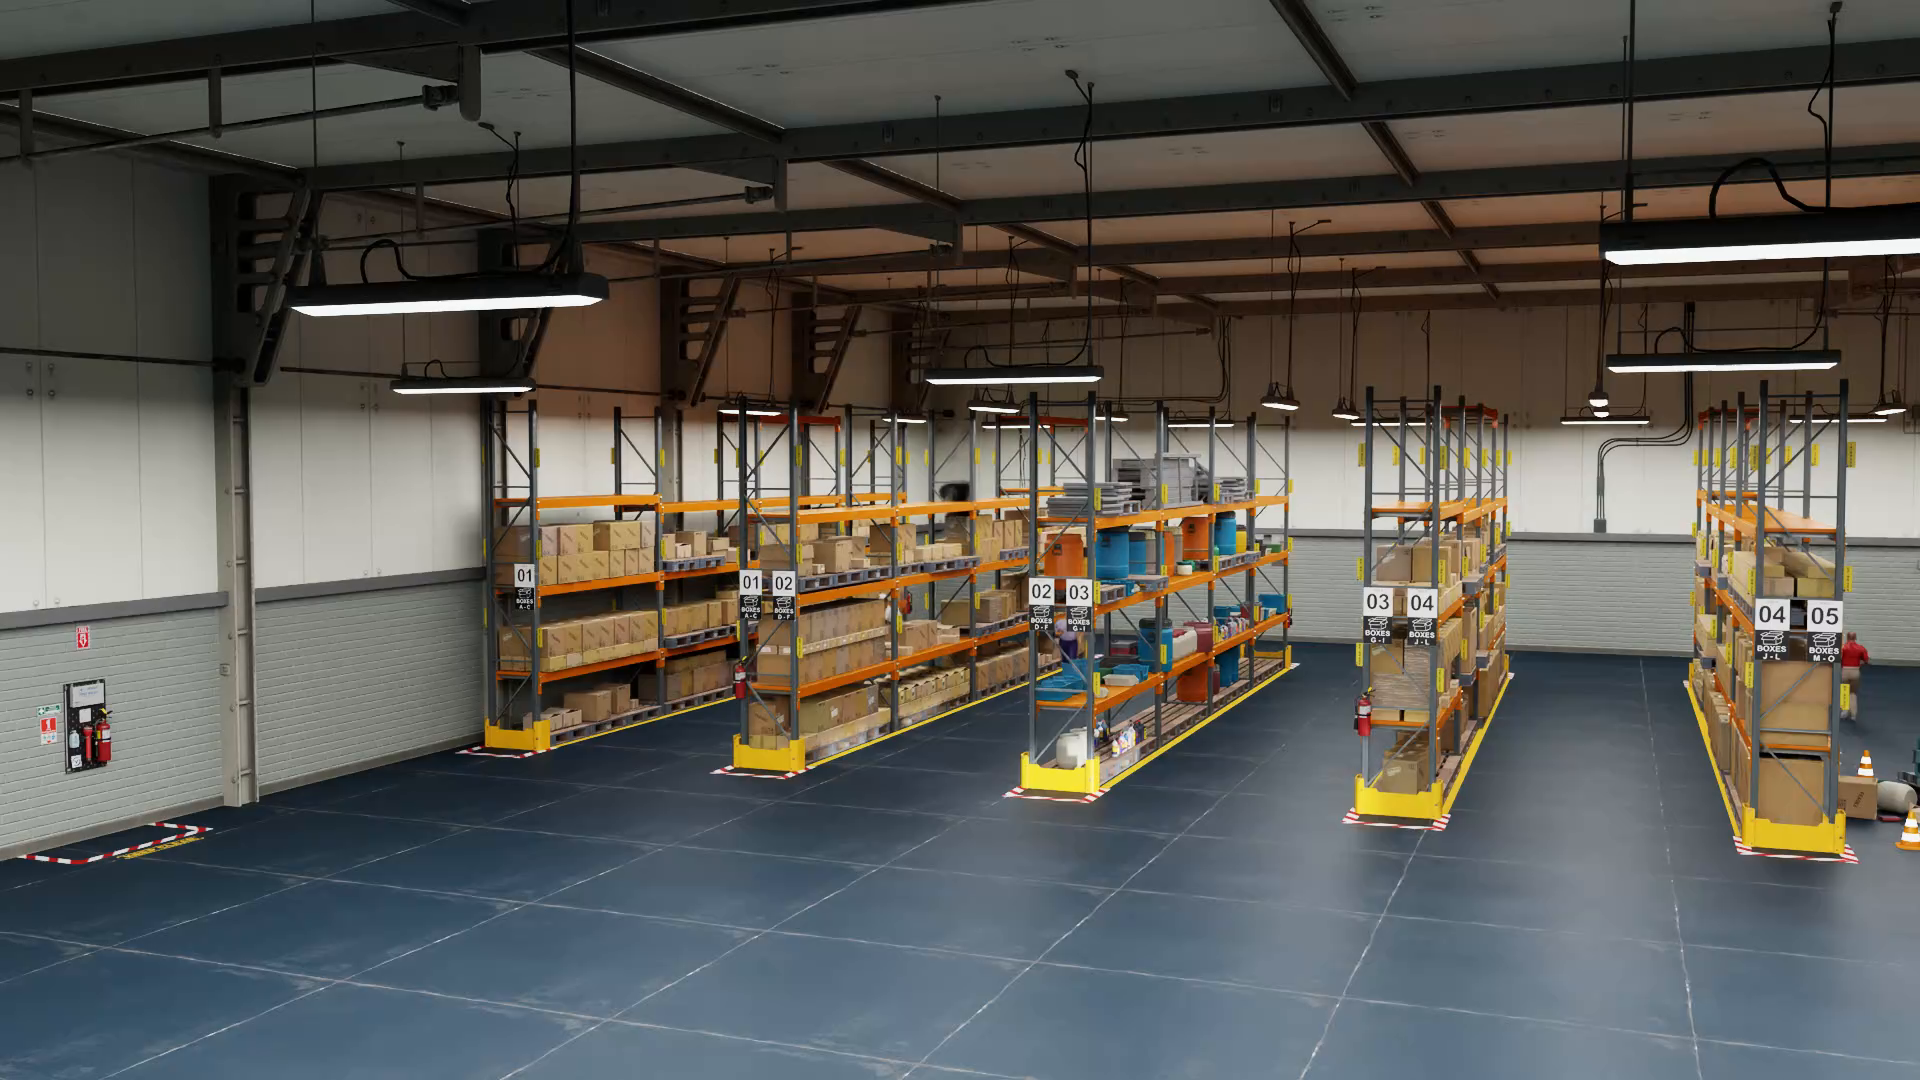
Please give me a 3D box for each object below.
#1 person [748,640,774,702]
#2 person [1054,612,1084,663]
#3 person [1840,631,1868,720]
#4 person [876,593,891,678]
[{"bbox_3d":[-3.547,2.653,30.201,0.729,1.737,0.627,1,3,24],"label":"person"},{"bbox_3d":[2.223,2.216,34.179,0.607,1.689,0.886,1,3,15],"label":"person"},{"bbox_3d":[17.014,2.587,31.865,0.672,1.703,0.629,1,3,17],"label":"person"},{"bbox_3d":[-1.688,2.086,36.328,0.729,1.858,0.807,1,3,15],"label":"person"}]
